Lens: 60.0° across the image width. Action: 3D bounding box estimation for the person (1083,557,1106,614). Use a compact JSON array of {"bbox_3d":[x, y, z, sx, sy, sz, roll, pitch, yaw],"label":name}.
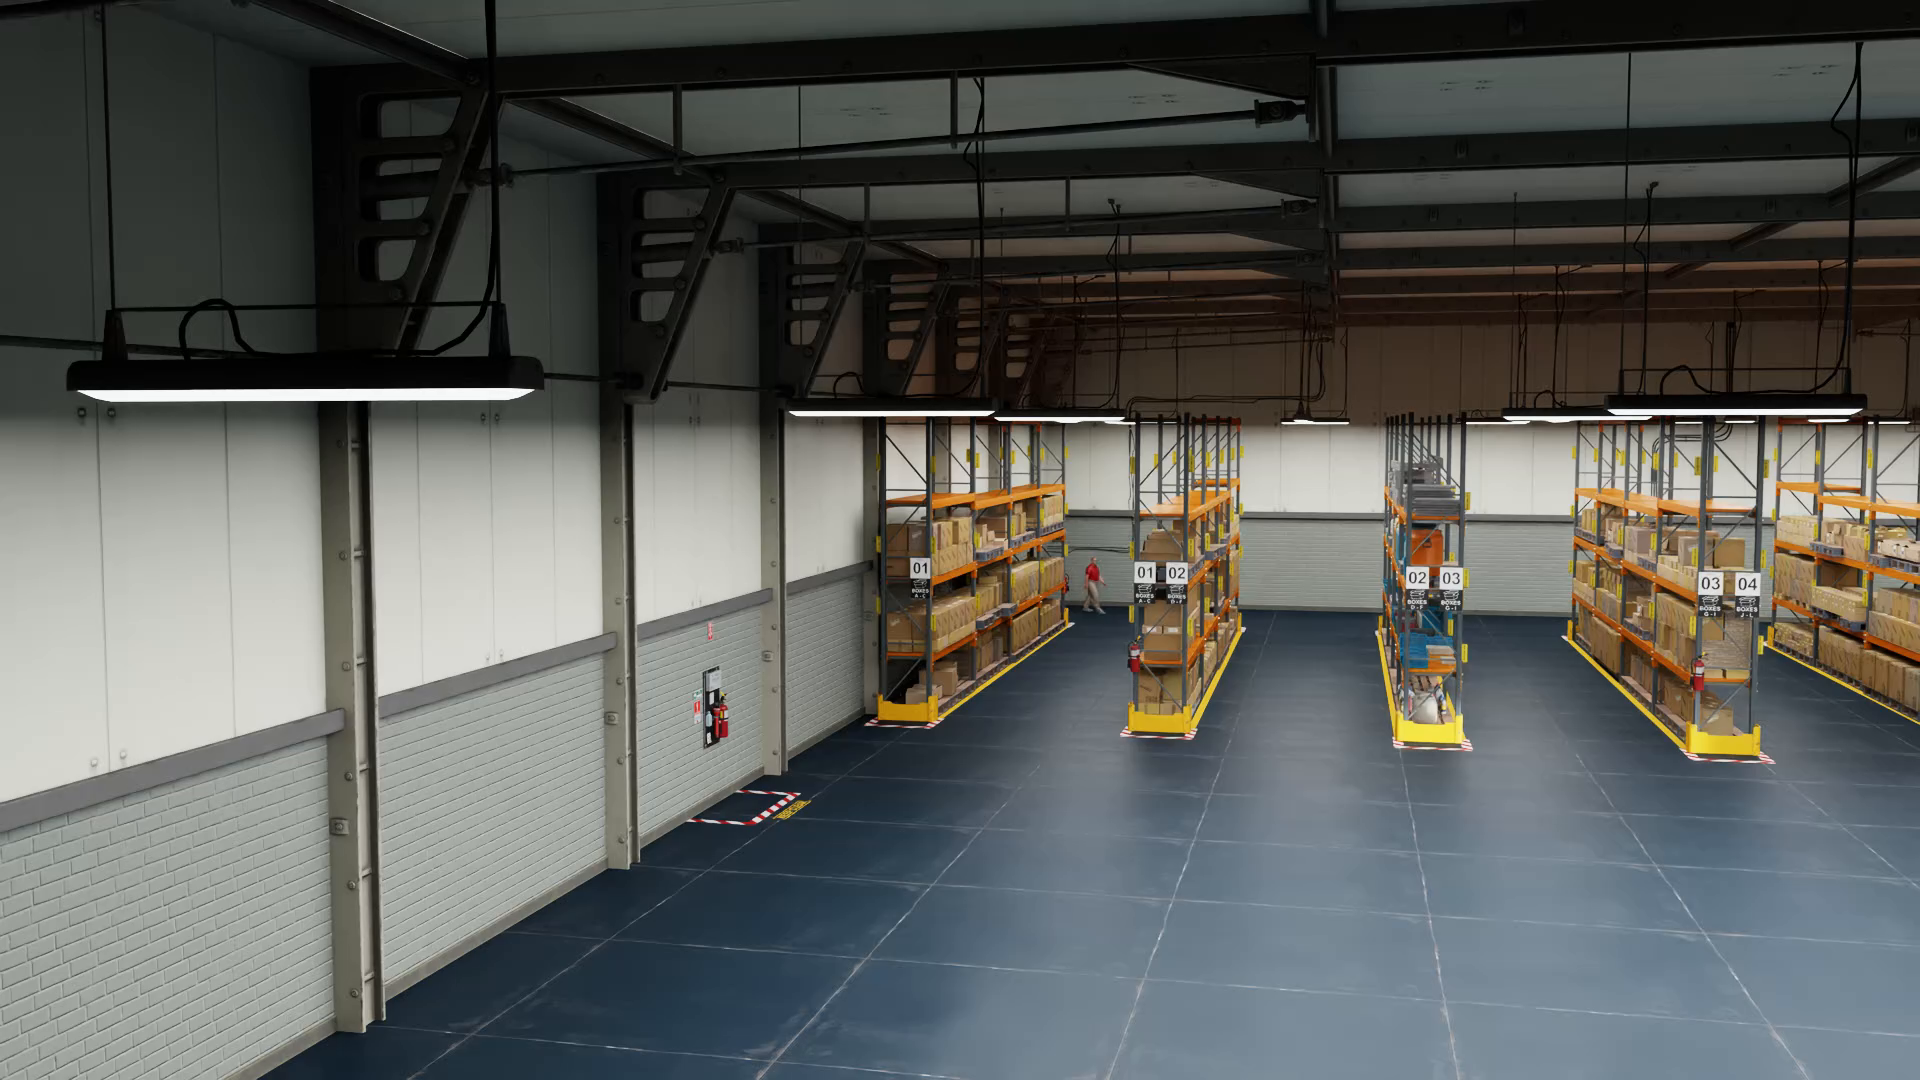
[{"bbox_3d":[4.168,1.394,51.449,0.777,1.724,0.555,2,4,29],"label":"person"}]
